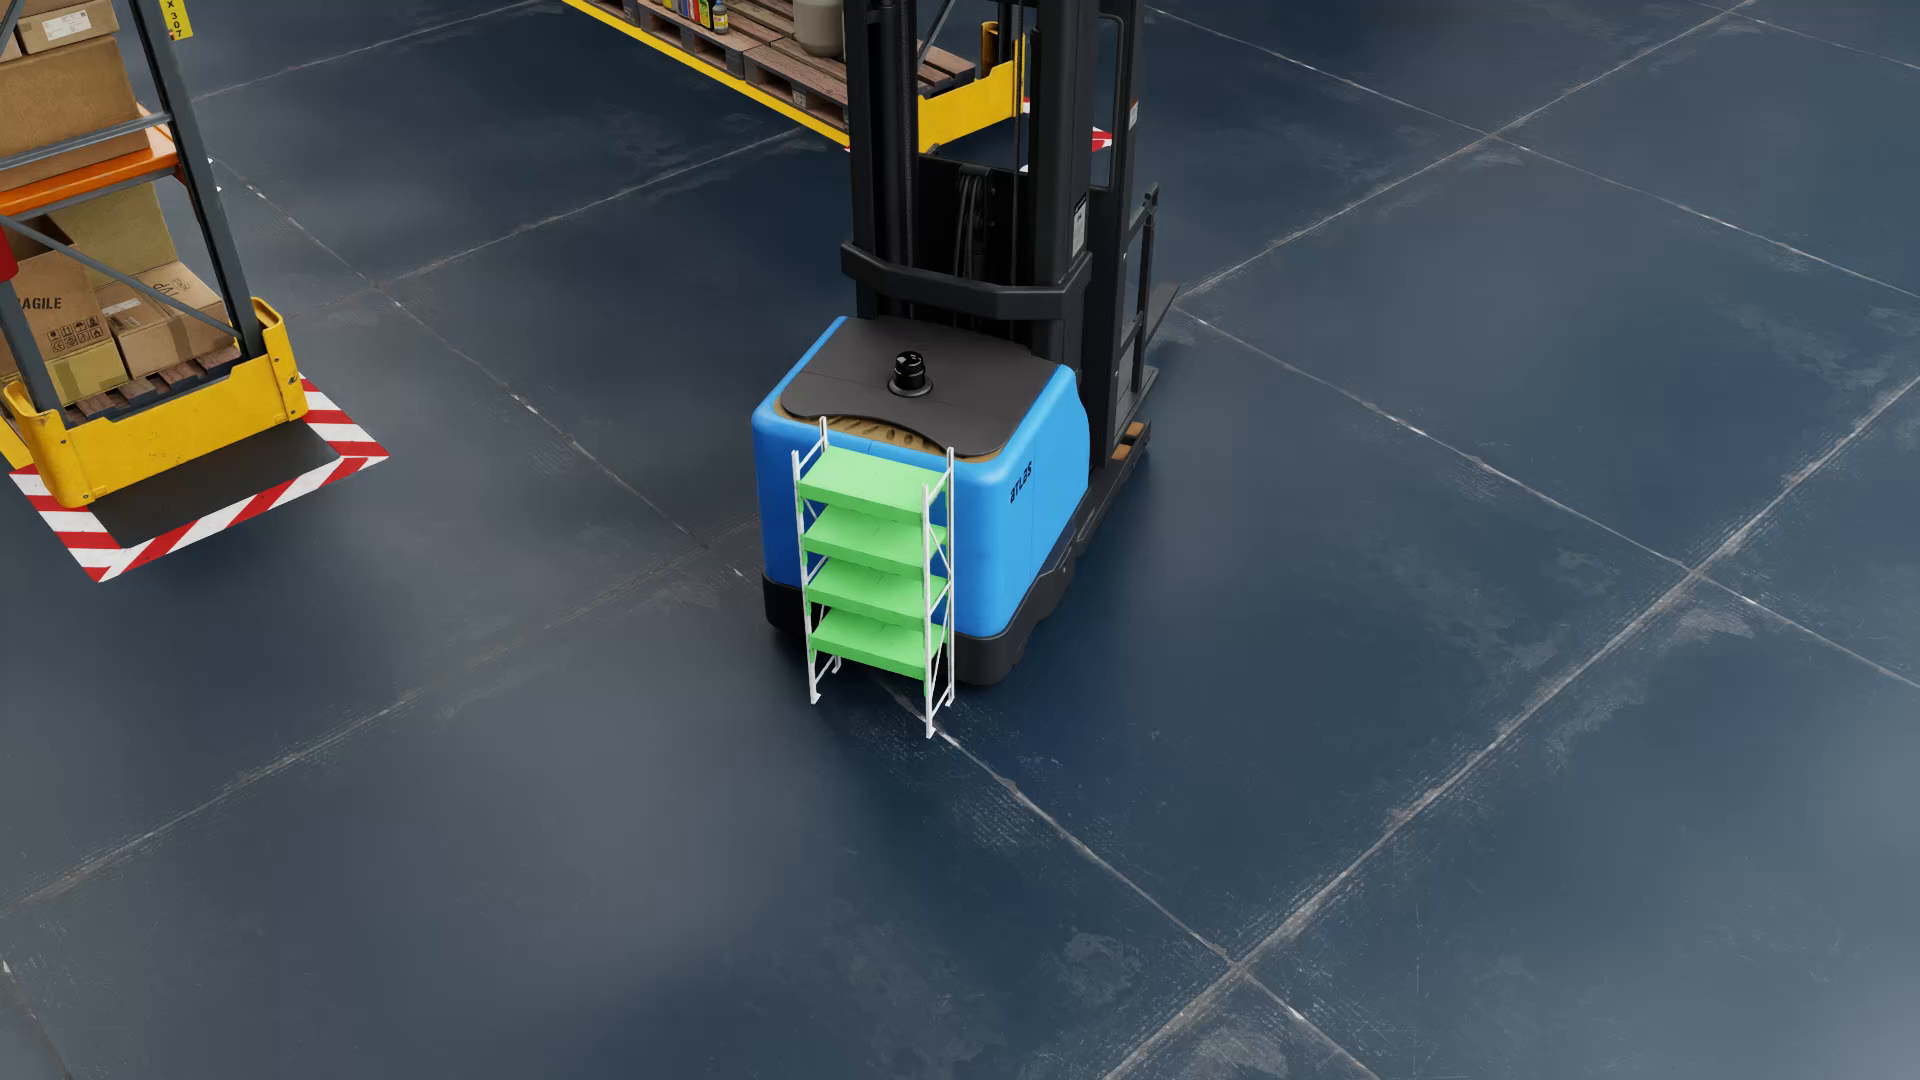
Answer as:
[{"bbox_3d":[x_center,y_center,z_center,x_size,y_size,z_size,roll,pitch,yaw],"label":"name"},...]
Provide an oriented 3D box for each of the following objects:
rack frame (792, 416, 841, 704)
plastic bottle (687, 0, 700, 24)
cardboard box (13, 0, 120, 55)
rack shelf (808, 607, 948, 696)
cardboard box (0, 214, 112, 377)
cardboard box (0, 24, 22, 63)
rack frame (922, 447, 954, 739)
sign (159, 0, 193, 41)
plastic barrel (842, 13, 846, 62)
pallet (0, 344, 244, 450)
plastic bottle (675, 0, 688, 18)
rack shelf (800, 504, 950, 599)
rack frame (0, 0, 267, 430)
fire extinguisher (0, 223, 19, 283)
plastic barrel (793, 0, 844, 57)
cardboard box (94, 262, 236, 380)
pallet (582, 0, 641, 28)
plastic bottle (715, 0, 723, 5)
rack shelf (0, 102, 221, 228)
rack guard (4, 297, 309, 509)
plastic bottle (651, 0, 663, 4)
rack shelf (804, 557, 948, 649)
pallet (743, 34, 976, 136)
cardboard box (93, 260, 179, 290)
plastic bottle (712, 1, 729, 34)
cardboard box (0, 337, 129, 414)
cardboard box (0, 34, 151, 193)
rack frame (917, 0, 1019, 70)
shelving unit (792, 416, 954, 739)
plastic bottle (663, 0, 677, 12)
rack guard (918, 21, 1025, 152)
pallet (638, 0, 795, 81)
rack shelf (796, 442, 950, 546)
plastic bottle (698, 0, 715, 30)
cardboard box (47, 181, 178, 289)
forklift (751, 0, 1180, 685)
[{"bbox_3d":[-0.527,0.100,6.171,0.015,1.200,0.240,15,41,17],"label":"rack frame"},{"bbox_3d":[-1.743,-3.636,11.182,0.152,0.276,0.135,-30,47,-31],"label":"plastic bottle"},{"bbox_3d":[-3.786,-2.193,6.983,0.380,0.149,0.250,-30,48,-32],"label":"cardboard box"},{"bbox_3d":[-0.301,0.395,6.290,0.480,0.148,0.258,15,41,17],"label":"rack shelf"},{"bbox_3d":[-4.261,-1.136,7.527,0.500,0.500,0.500,-30,48,-32],"label":"cardboard box"},{"bbox_3d":[-4.078,-2.016,6.763,0.380,0.149,0.250,-31,48,-32],"label":"cardboard box"},{"bbox_3d":[-0.075,0.217,6.026,0.015,1.200,0.240,15,41,17],"label":"rack frame"},{"bbox_3d":[-3.266,-2.230,6.871,0.100,0.325,0.005,-30,48,-32],"label":"sign"},{"bbox_3d":[-0.529,-3.200,10.470,0.421,0.512,0.421,0,39,0],"label":"plastic barrel"},{"bbox_3d":[-4.227,-0.880,8.172,1.003,0.211,1.213,-30,48,-32],"label":"pallet"},{"bbox_3d":[-1.837,-3.700,11.261,0.152,0.276,0.135,-31,48,-33],"label":"plastic bottle"},{"bbox_3d":[-0.301,0.022,5.988,0.480,0.148,0.258,15,41,17],"label":"rack shelf"},{"bbox_3d":[-3.679,-1.629,6.880,1.000,3.000,0.127,-30,48,-32],"label":"rack frame"},{"bbox_3d":[-3.941,-1.347,6.592,0.296,0.674,0.183,-30,48,-32],"label":"fire extinguisher"},{"bbox_3d":[-0.868,-3.432,10.758,0.421,0.512,0.421,0,39,0],"label":"plastic barrel"},{"bbox_3d":[-3.878,-1.065,8.036,0.500,0.250,0.500,-30,48,-32],"label":"cardboard box"},{"bbox_3d":[-2.310,-4.170,12.245,1.003,0.211,1.213,-30,48,-32],"label":"pallet"},{"bbox_3d":[-1.665,-3.684,11.236,0.061,0.283,0.133,-30,48,-32],"label":"plastic bottle"},{"bbox_3d":[-5.031,-2.275,8.252,1.077,0.370,4.000,-30,48,-32],"label":"rack shelf"},{"bbox_3d":[-3.663,-0.645,7.651,1.175,0.500,0.348,-30,48,-32],"label":"rack guard"},{"bbox_3d":[-2.078,-3.890,11.437,0.144,0.351,0.185,-30,48,-32],"label":"plastic bottle"},{"bbox_3d":[-0.301,0.208,6.139,0.480,0.148,0.258,15,41,17],"label":"rack shelf"},{"bbox_3d":[-0.659,-3.041,10.847,1.003,0.211,1.213,-30,48,-32],"label":"pallet"},{"bbox_3d":[-4.219,-1.295,8.321,0.500,0.250,0.500,-30,48,-32],"label":"cardboard box"},{"bbox_3d":[-1.593,-3.478,11.047,0.097,0.201,0.097,0,39,0],"label":"plastic bottle"},{"bbox_3d":[-4.259,-0.845,7.763,0.500,0.250,0.500,-30,48,-32],"label":"cardboard box"},{"bbox_3d":[-3.985,-1.889,7.122,0.700,0.500,0.500,-30,48,-32],"label":"cardboard box"},{"bbox_3d":[-0.028,-3.732,9.484,1.000,3.000,0.127,-30,48,-32],"label":"rack frame"},{"bbox_3d":[-0.301,0.159,6.099,0.503,1.200,0.258,15,41,17],"label":"shelving unit"},{"bbox_3d":[-1.952,-3.804,11.331,0.144,0.351,0.185,-28,47,-30],"label":"plastic bottle"},{"bbox_3d":[-0.114,-2.775,10.288,1.175,0.500,0.348,-30,48,-32],"label":"rack guard"},{"bbox_3d":[-1.480,-3.605,11.546,1.003,0.211,1.213,-30,48,-32],"label":"pallet"},{"bbox_3d":[-0.301,-0.165,5.837,0.480,0.148,0.258,15,41,17],"label":"rack shelf"},{"bbox_3d":[-1.685,-3.557,11.078,0.061,0.283,0.133,-29,47,-31],"label":"plastic bottle"},{"bbox_3d":[-4.217,-1.588,8.086,0.500,0.500,0.500,-30,48,-32],"label":"cardboard box"},{"bbox_3d":[0.240,-1.505,6.781,1.130,2.935,3.031,15,41,17],"label":"forklift"}]
